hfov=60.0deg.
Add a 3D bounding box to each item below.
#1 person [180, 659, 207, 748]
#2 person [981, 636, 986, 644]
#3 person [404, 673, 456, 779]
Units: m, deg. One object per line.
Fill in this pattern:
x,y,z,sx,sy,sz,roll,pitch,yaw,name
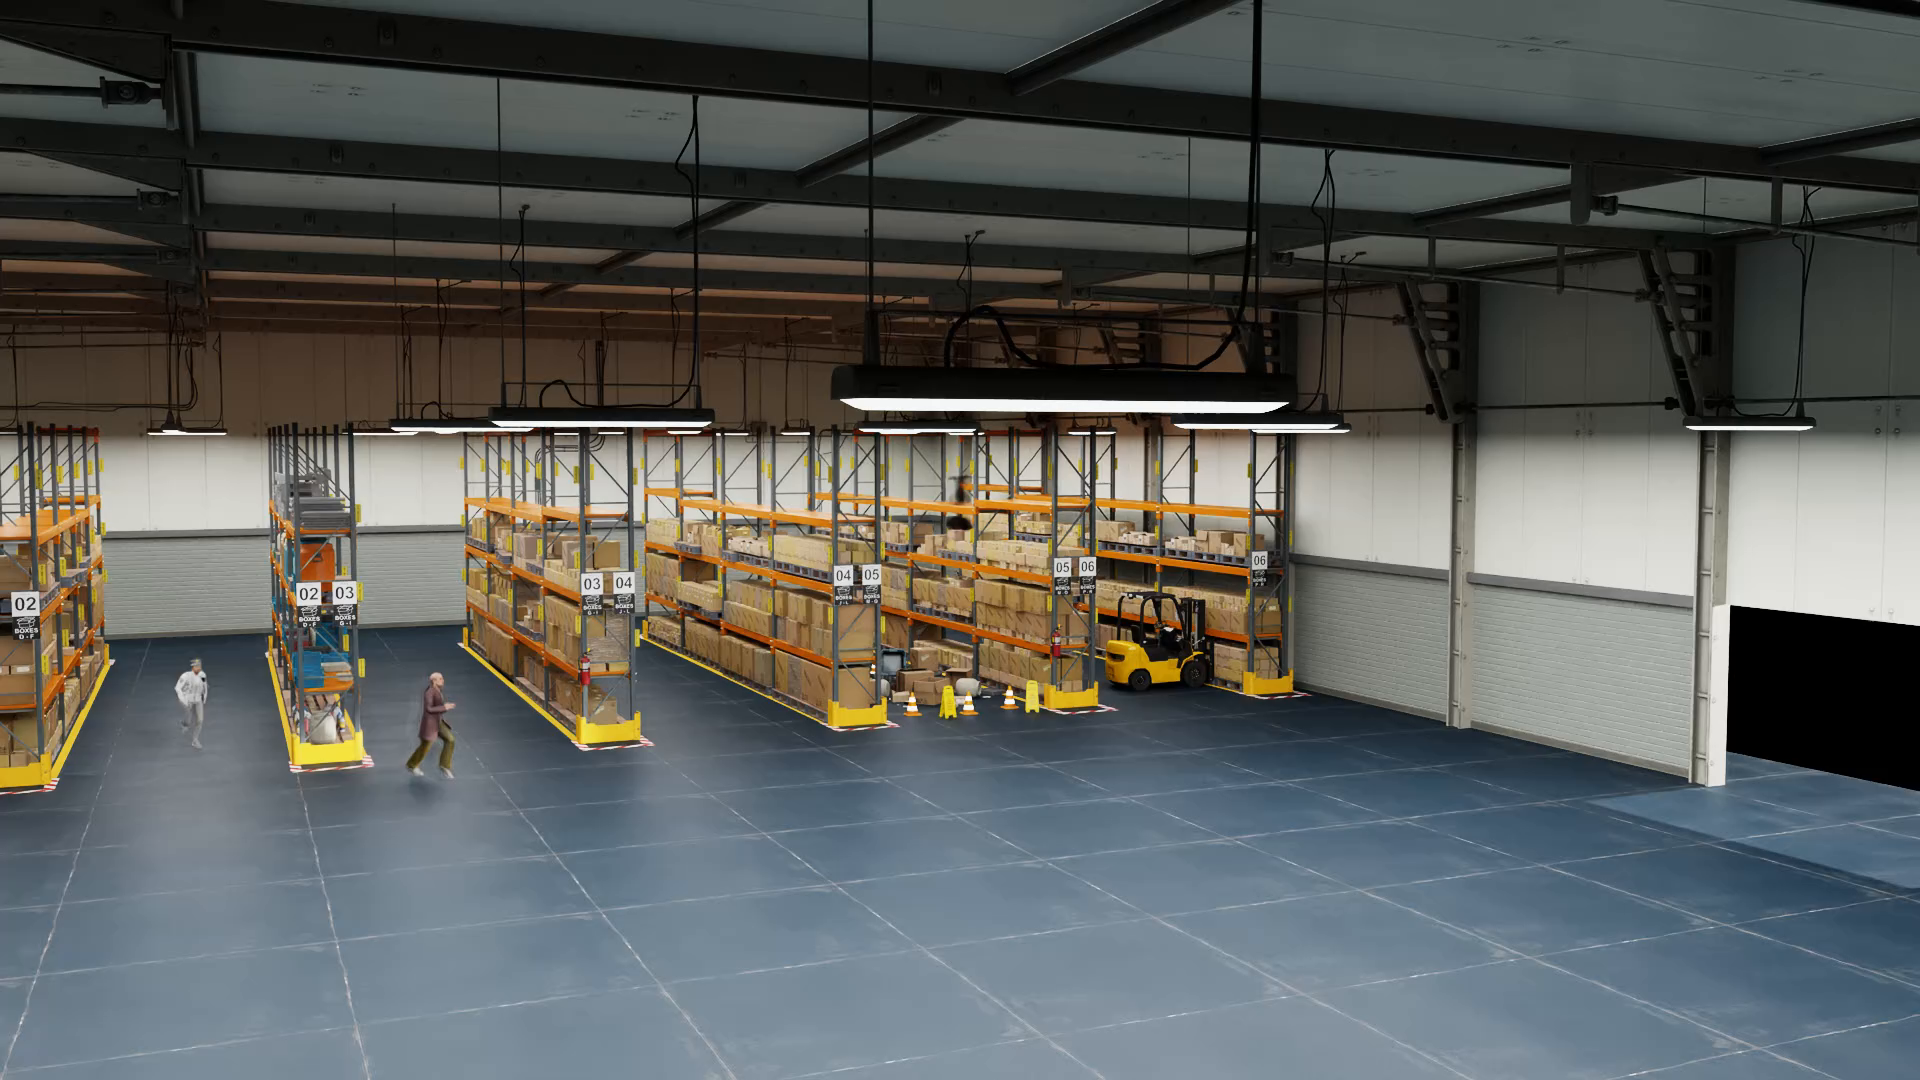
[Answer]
-14.338,3.031,31.012,0.489,1.674,0.866,-3,5,-45,person
0.770,2.225,43.490,0.620,1.725,0.856,-1,4,-22,person
-8.906,3.137,27.958,0.932,1.825,0.745,0,3,4,person
